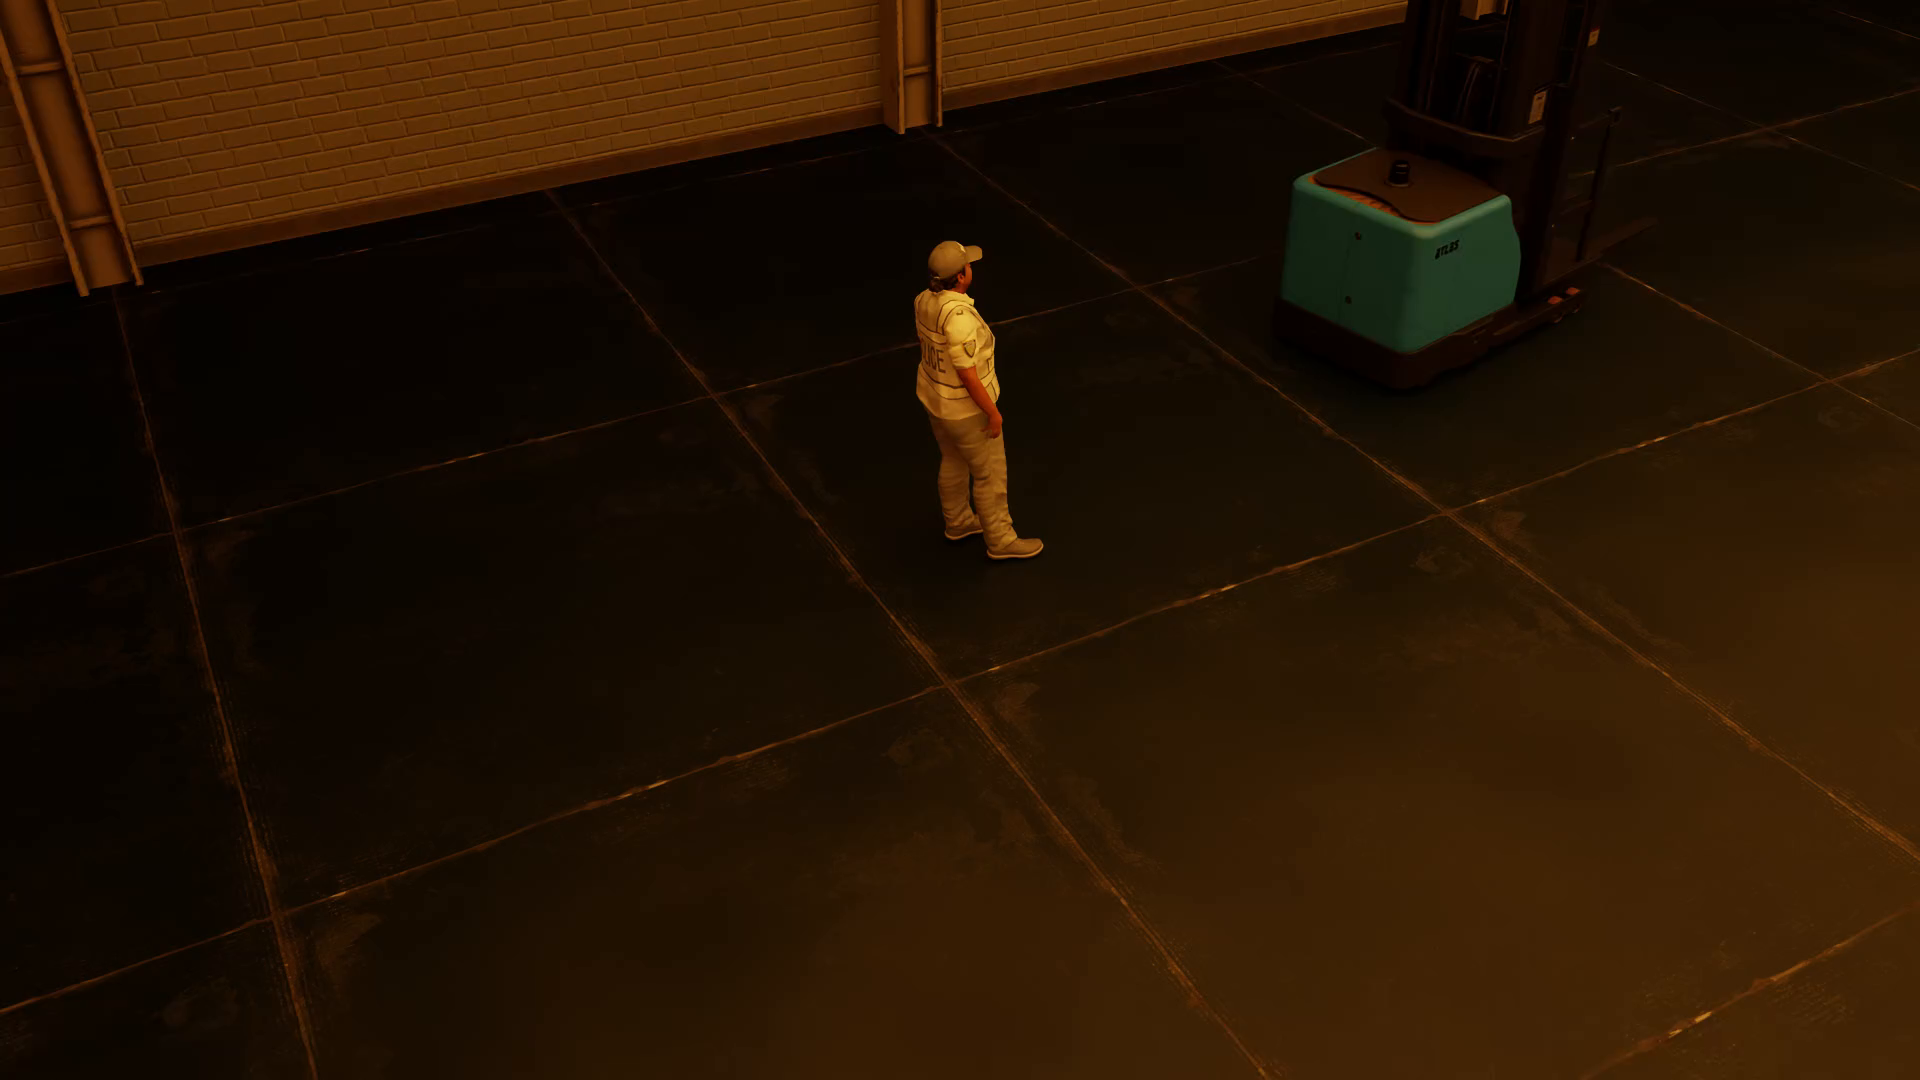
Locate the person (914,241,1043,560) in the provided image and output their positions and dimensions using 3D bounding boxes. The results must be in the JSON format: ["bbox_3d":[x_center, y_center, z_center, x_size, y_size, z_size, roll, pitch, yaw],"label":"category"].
[{"bbox_3d":[0.079,-0.695,8.190,0.527,1.670,0.598,-17,39,-23],"label":"person"}]

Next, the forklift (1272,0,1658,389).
[{"bbox_3d":[3.407,-2.793,10.074,3.031,2.935,1.130,-26,43,-32],"label":"forklift"}]
